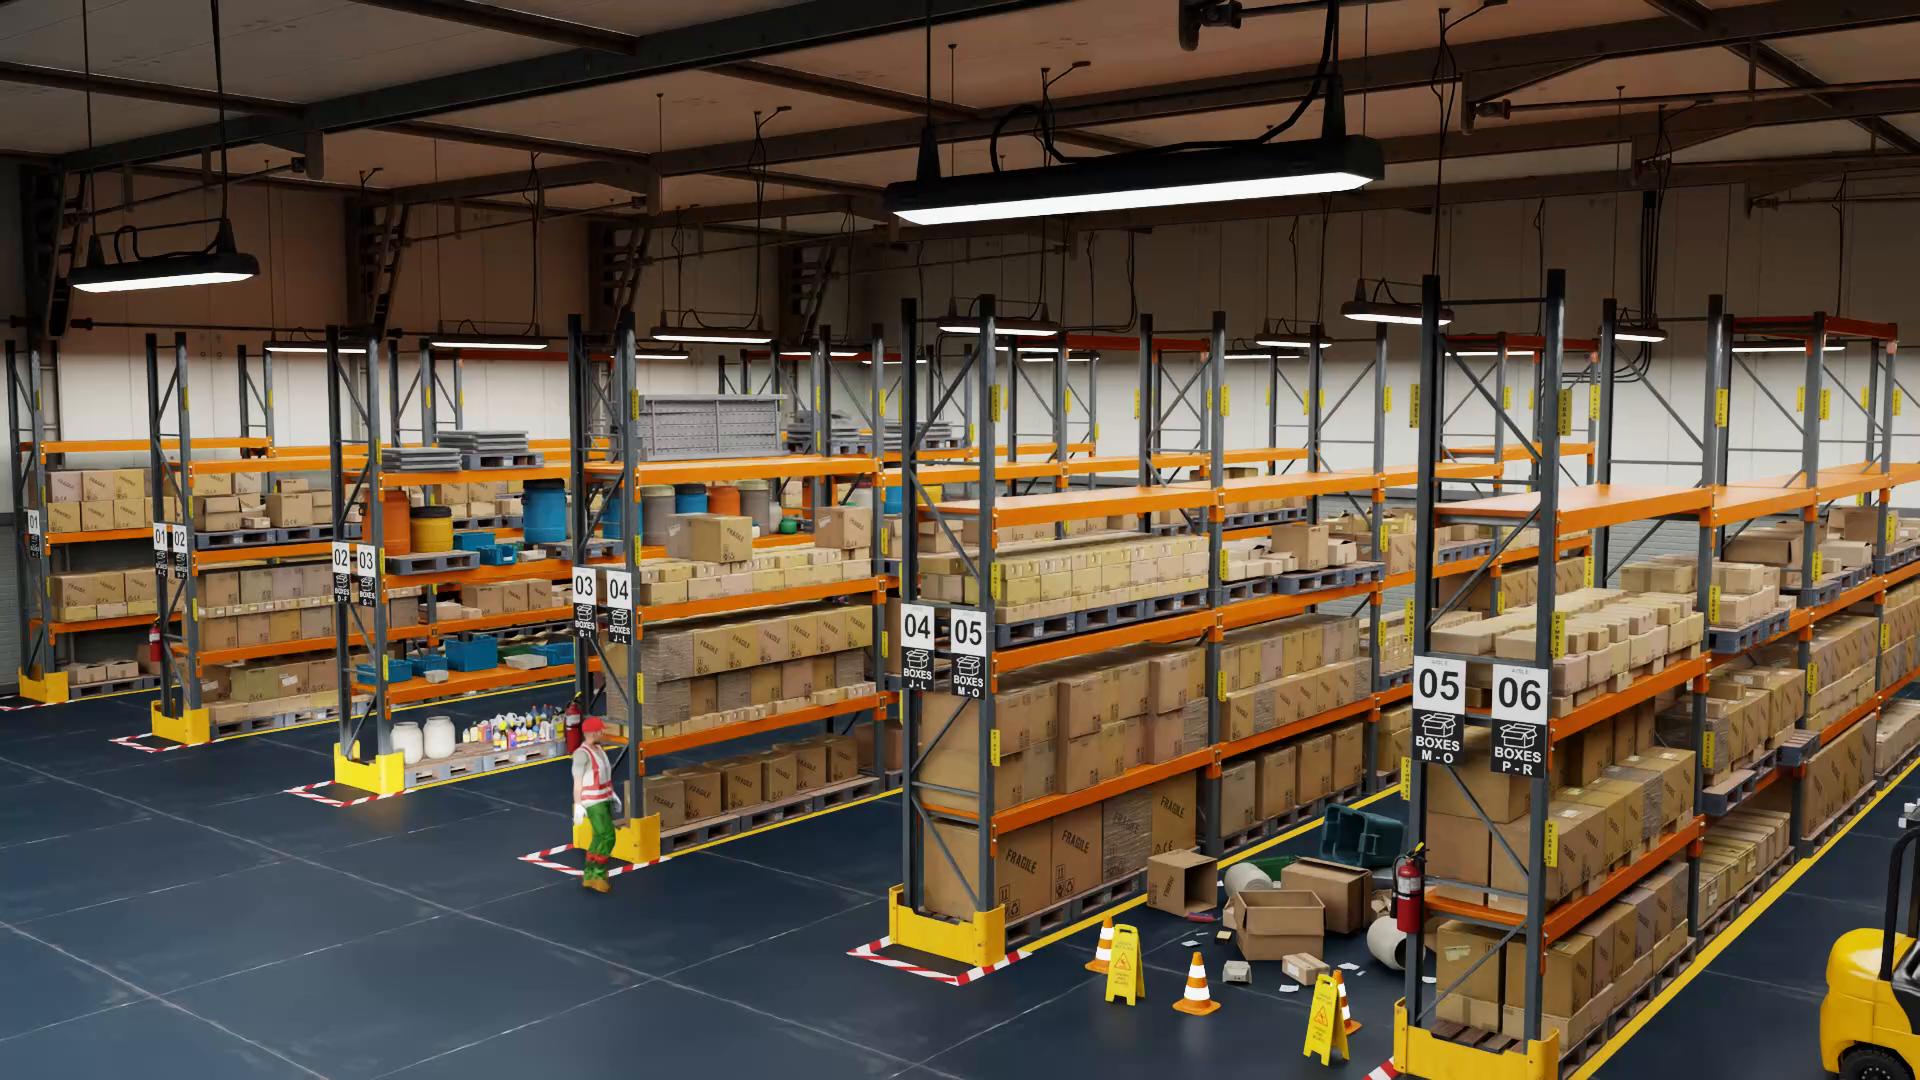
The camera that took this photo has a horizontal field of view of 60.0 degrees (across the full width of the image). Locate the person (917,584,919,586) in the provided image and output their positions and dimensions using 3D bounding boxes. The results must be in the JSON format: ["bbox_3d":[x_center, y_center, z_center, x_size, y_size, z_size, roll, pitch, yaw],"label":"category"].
[{"bbox_3d":[-0.867,1.395,32.192,0.934,1.746,0.611,-2,5,-17],"label":"person"}]

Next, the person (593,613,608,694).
[{"bbox_3d":[-6.060,1.791,28.481,0.535,1.654,0.640,3,6,31],"label":"person"}]

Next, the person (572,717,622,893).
[{"bbox_3d":[-3.724,2.730,17.185,0.466,1.778,0.590,1,5,12],"label":"person"}]
